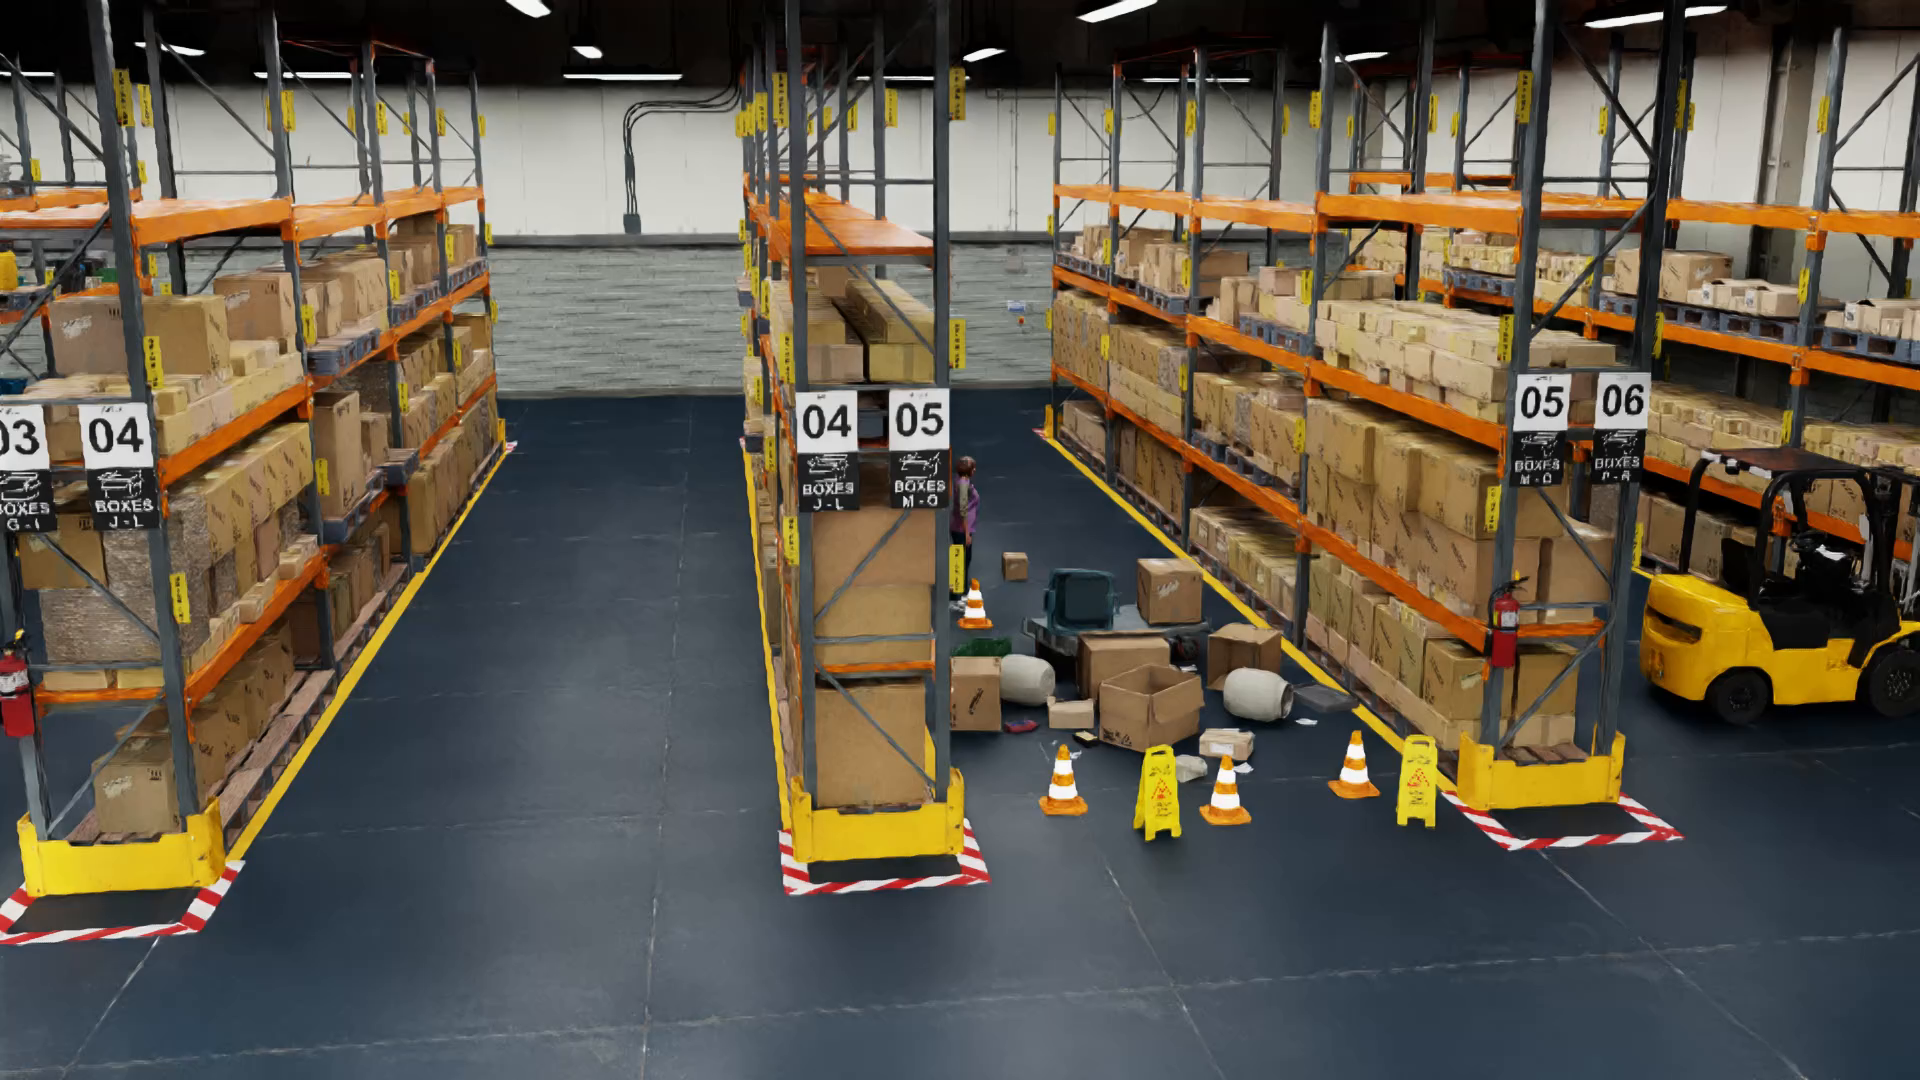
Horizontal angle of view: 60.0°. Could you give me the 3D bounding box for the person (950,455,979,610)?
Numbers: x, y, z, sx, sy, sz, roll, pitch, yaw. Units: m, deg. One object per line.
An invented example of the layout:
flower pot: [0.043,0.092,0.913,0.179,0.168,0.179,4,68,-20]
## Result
person: [0.051,-0.094,17.300,0.371,1.601,0.486,0,13,0]
